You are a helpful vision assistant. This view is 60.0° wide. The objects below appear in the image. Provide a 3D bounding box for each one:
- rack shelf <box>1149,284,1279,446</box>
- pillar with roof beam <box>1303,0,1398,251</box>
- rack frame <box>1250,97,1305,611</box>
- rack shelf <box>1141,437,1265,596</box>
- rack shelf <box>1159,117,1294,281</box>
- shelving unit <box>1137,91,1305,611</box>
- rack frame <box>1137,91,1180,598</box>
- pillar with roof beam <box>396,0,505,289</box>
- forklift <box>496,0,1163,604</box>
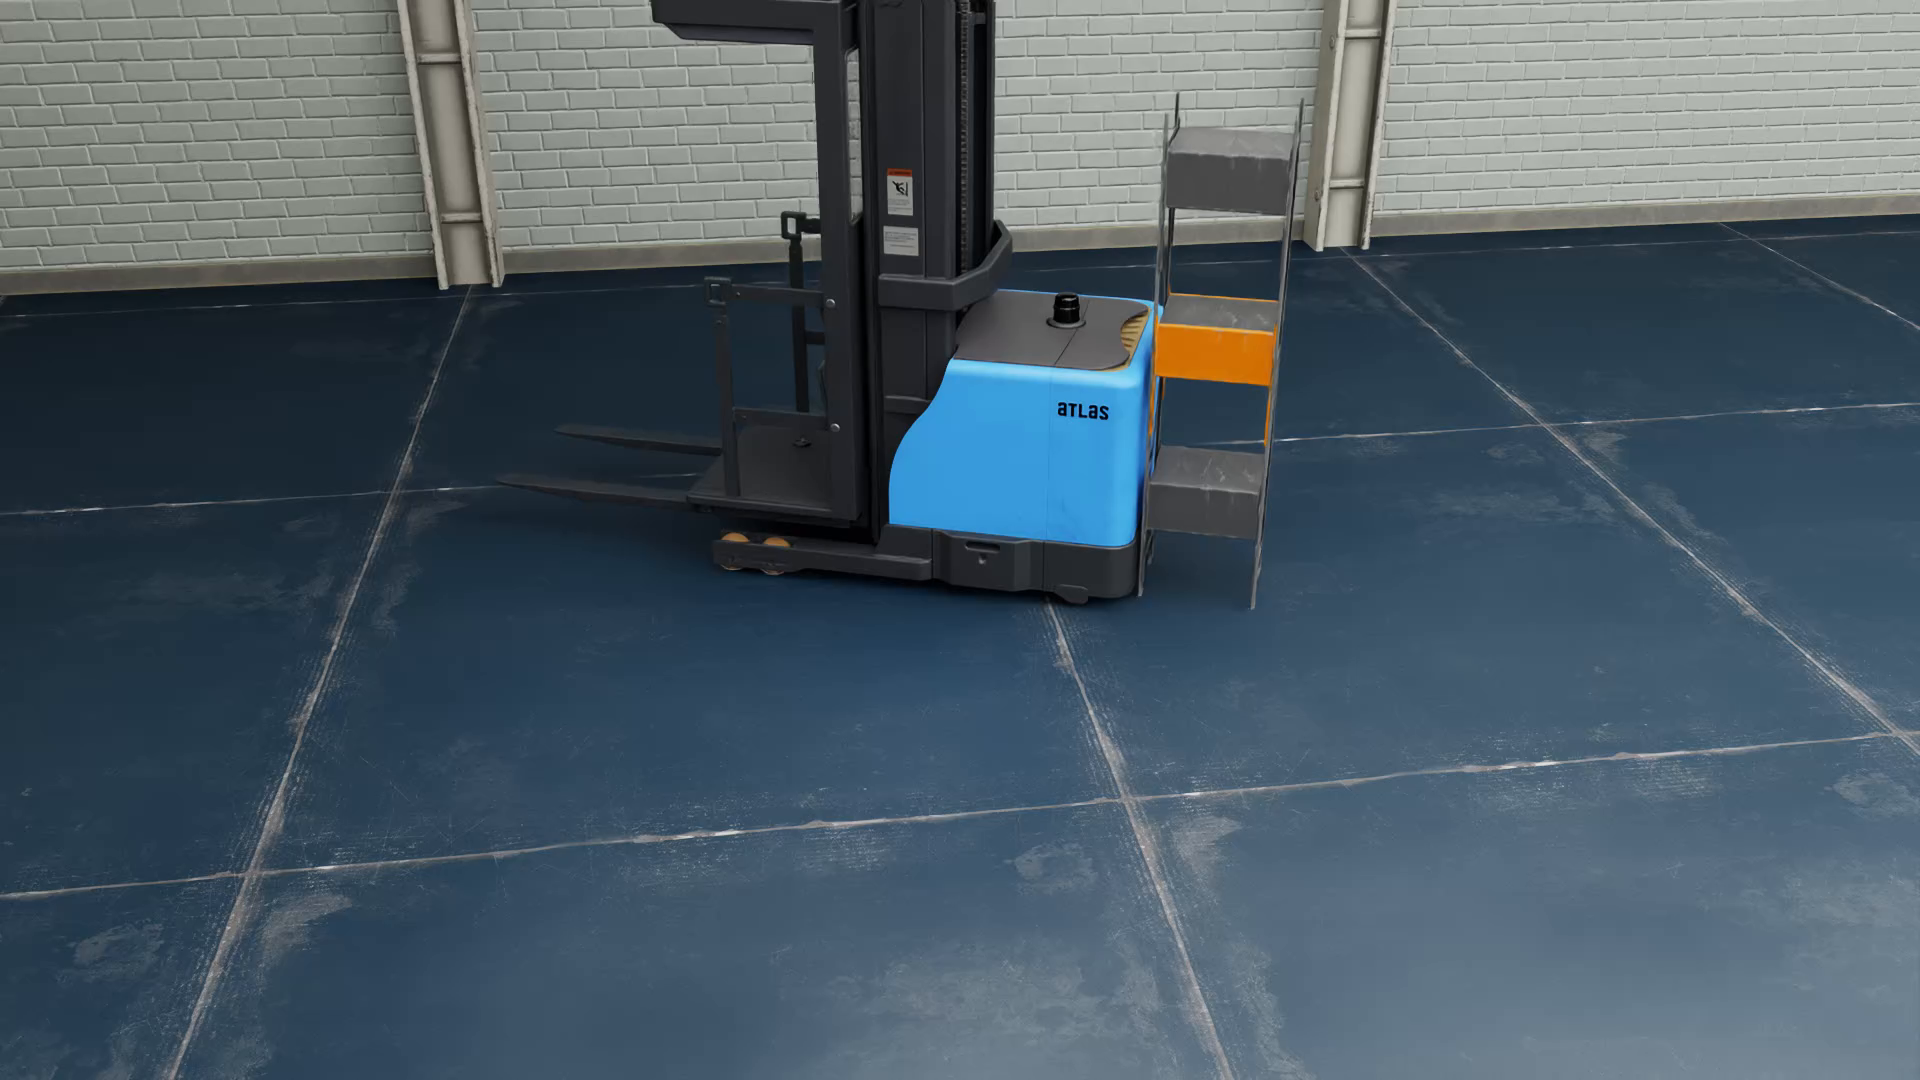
[{"bbox_3d":[1.065,-0.731,6.905,0.480,0.518,0.431,6,28,12],"label":"rack shelf"},{"bbox_3d":[3.279,-4.175,6.029,0.400,9.000,9.100,-4,27,-7],"label":"pillar with roof beam"},{"bbox_3d":[1.303,-0.718,6.849,0.015,2.100,0.400,6,28,12],"label":"rack frame"},{"bbox_3d":[1.065,-0.109,7.225,0.480,0.518,0.431,6,28,12],"label":"rack shelf"},{"bbox_3d":[1.065,-1.354,6.586,0.480,0.518,0.431,6,28,12],"label":"rack shelf"},{"bbox_3d":[1.065,-0.744,6.899,0.503,2.100,0.431,6,28,12],"label":"shelving unit"},{"bbox_3d":[0.828,-0.769,6.949,0.015,2.100,0.400,6,28,12],"label":"rack frame"},{"bbox_3d":[-2.663,-3.793,5.285,0.400,9.000,9.100,-4,27,-7],"label":"pillar with roof beam"},{"bbox_3d":[-0.630,-1.372,7.214,3.031,2.935,1.130,6,28,12],"label":"forklift"}]
